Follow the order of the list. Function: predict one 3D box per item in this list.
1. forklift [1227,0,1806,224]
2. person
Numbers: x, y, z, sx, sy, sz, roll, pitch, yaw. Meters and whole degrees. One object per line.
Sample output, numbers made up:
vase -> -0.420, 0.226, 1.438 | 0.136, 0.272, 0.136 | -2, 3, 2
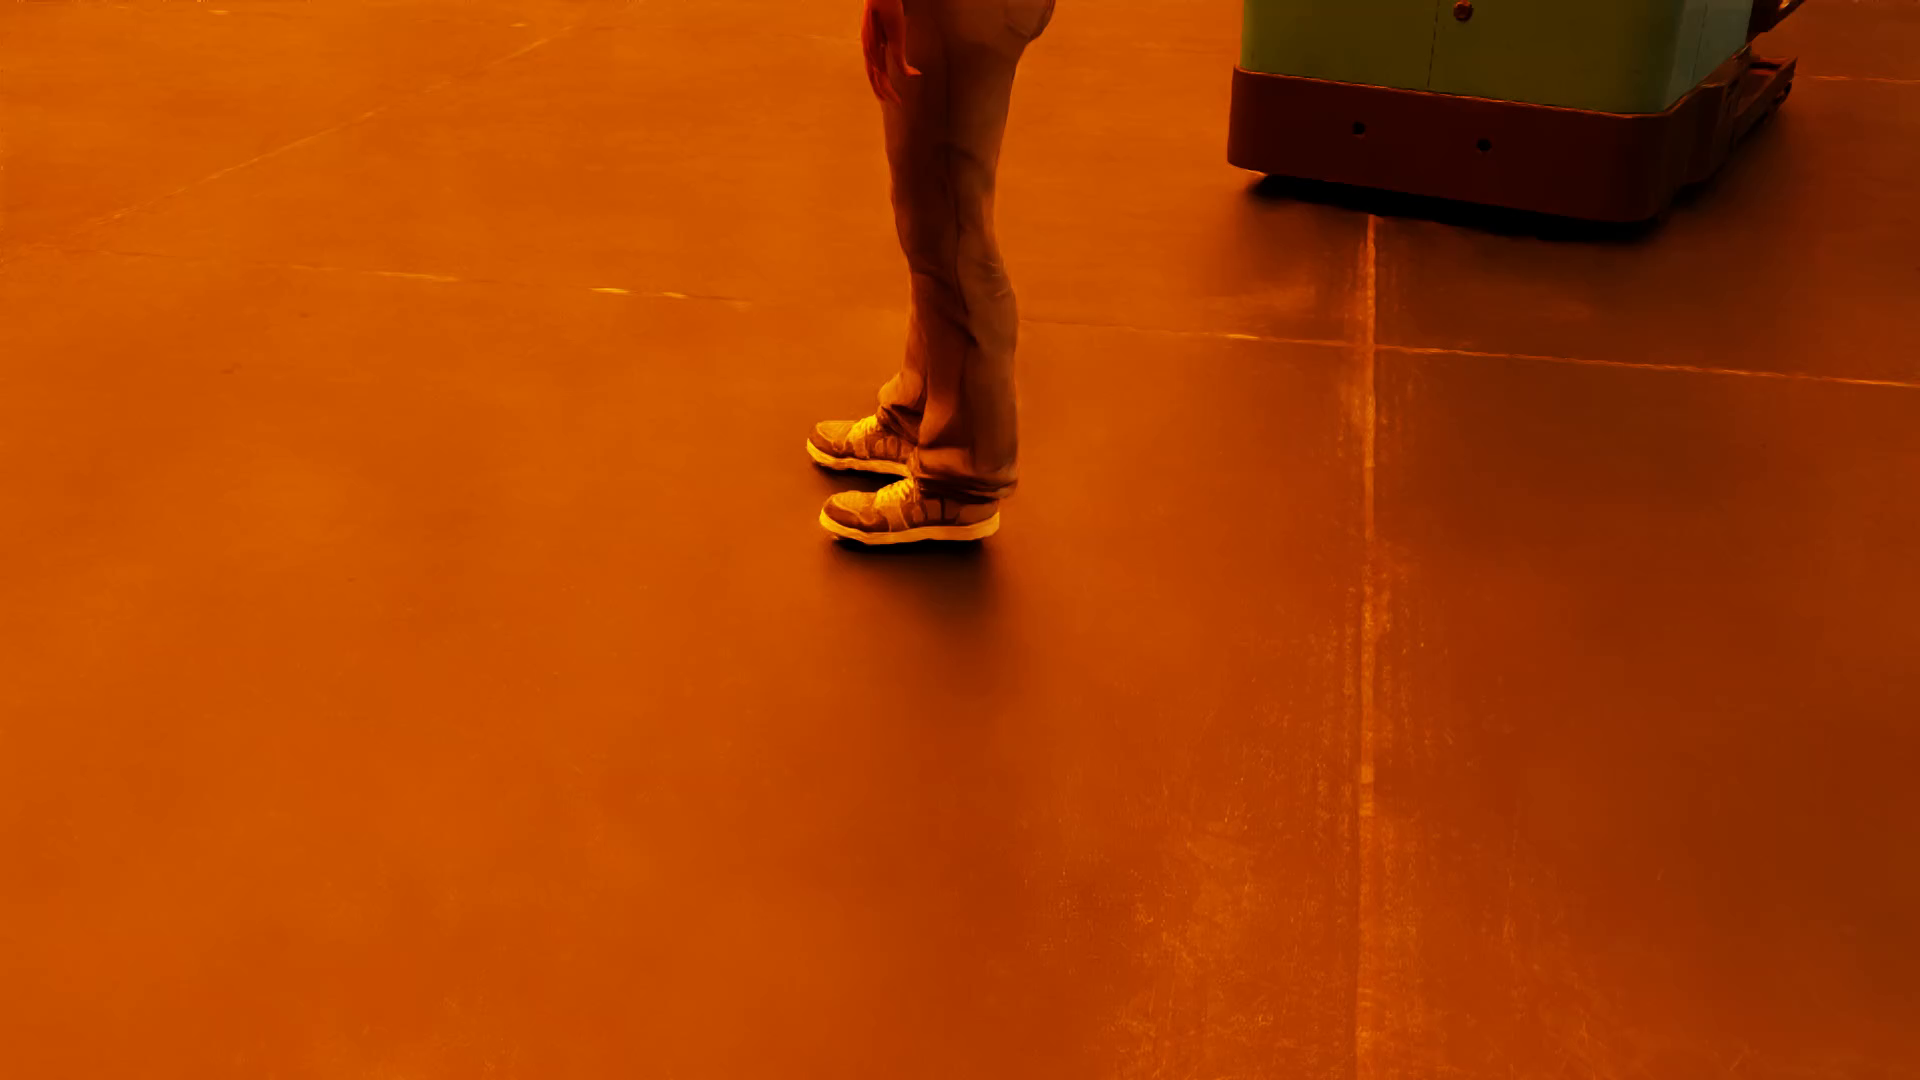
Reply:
forklift -> 1.903, -2.647, 4.493 | 1.130, 2.935, 3.031 | 16, 31, 29
person -> -0.069, -0.733, 2.164 | 0.474, 1.597, 0.521 | 6, 27, 11
